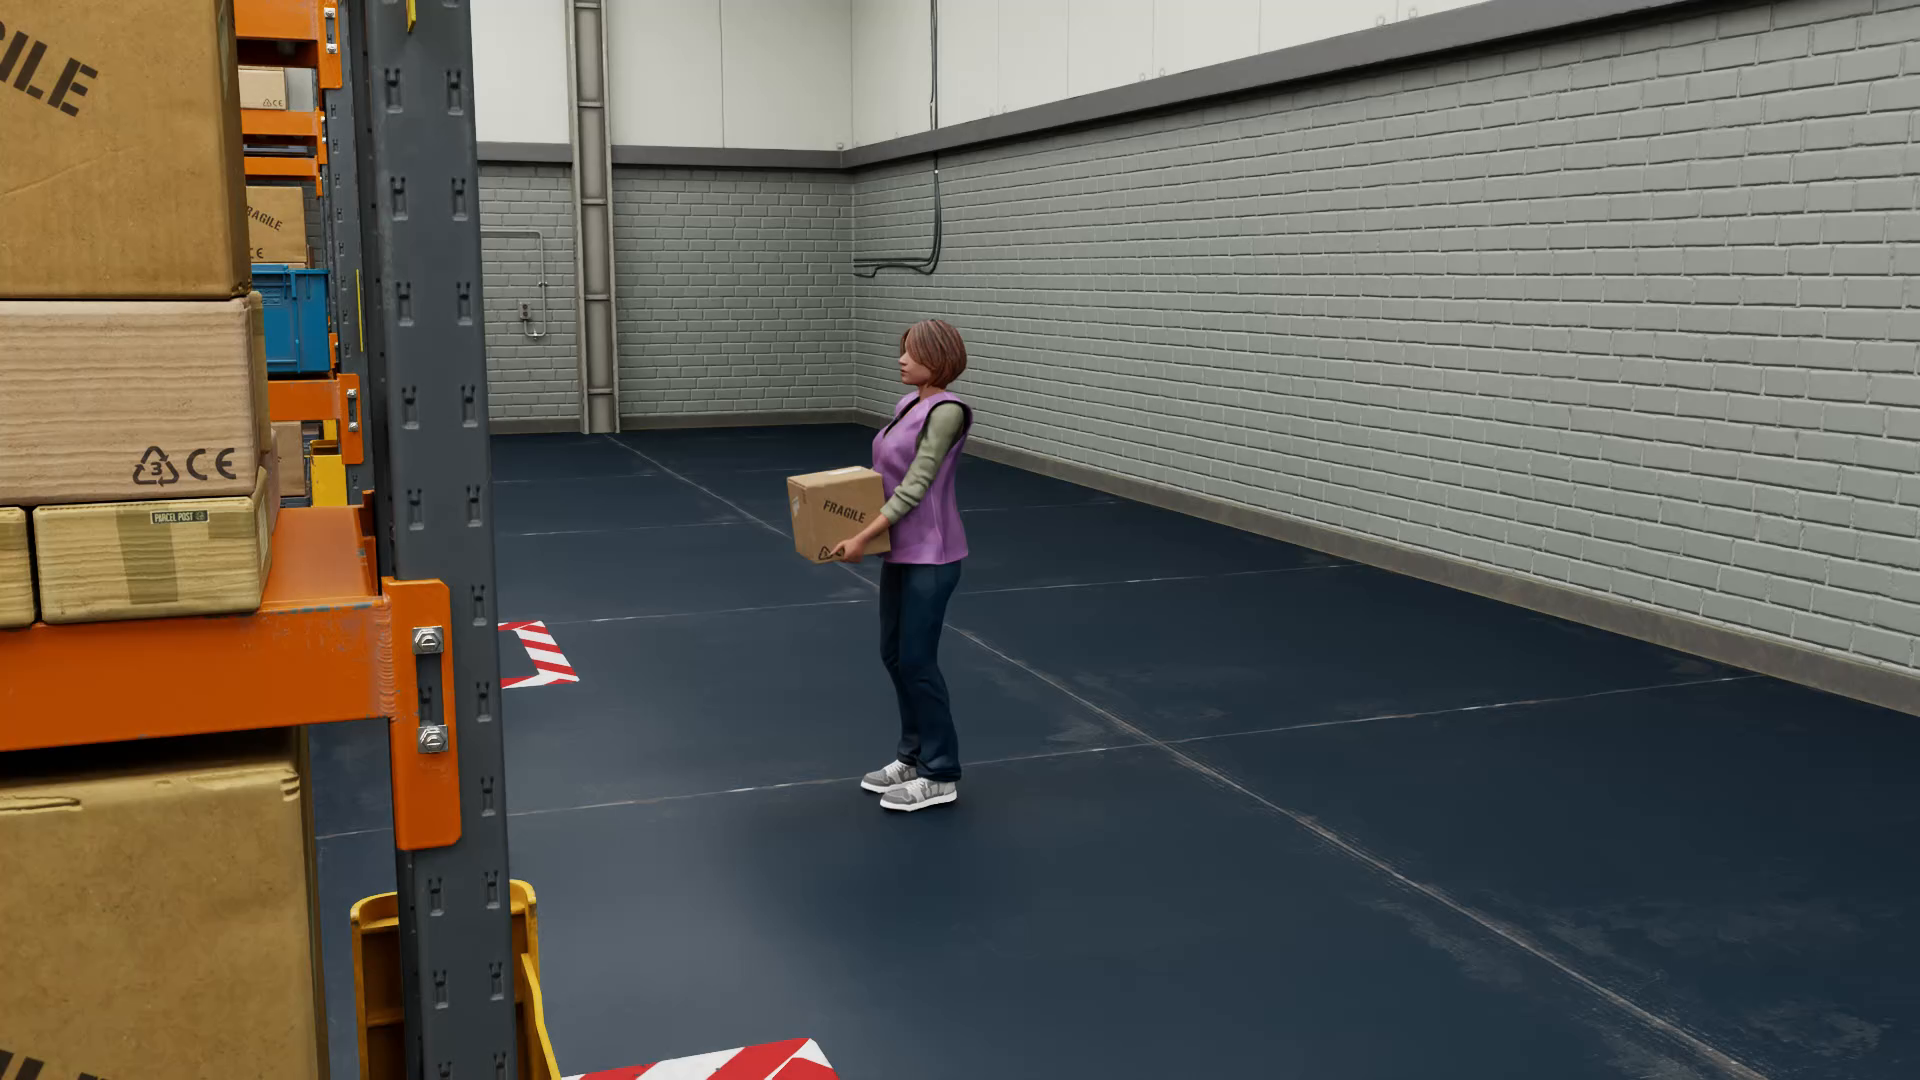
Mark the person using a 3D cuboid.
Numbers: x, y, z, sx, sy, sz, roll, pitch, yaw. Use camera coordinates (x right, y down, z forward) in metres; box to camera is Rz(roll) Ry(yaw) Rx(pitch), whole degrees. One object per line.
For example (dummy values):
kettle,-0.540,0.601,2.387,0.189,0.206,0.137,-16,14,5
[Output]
person,-0.218,0.080,5.420,0.493,1.591,0.404,-3,10,-19
